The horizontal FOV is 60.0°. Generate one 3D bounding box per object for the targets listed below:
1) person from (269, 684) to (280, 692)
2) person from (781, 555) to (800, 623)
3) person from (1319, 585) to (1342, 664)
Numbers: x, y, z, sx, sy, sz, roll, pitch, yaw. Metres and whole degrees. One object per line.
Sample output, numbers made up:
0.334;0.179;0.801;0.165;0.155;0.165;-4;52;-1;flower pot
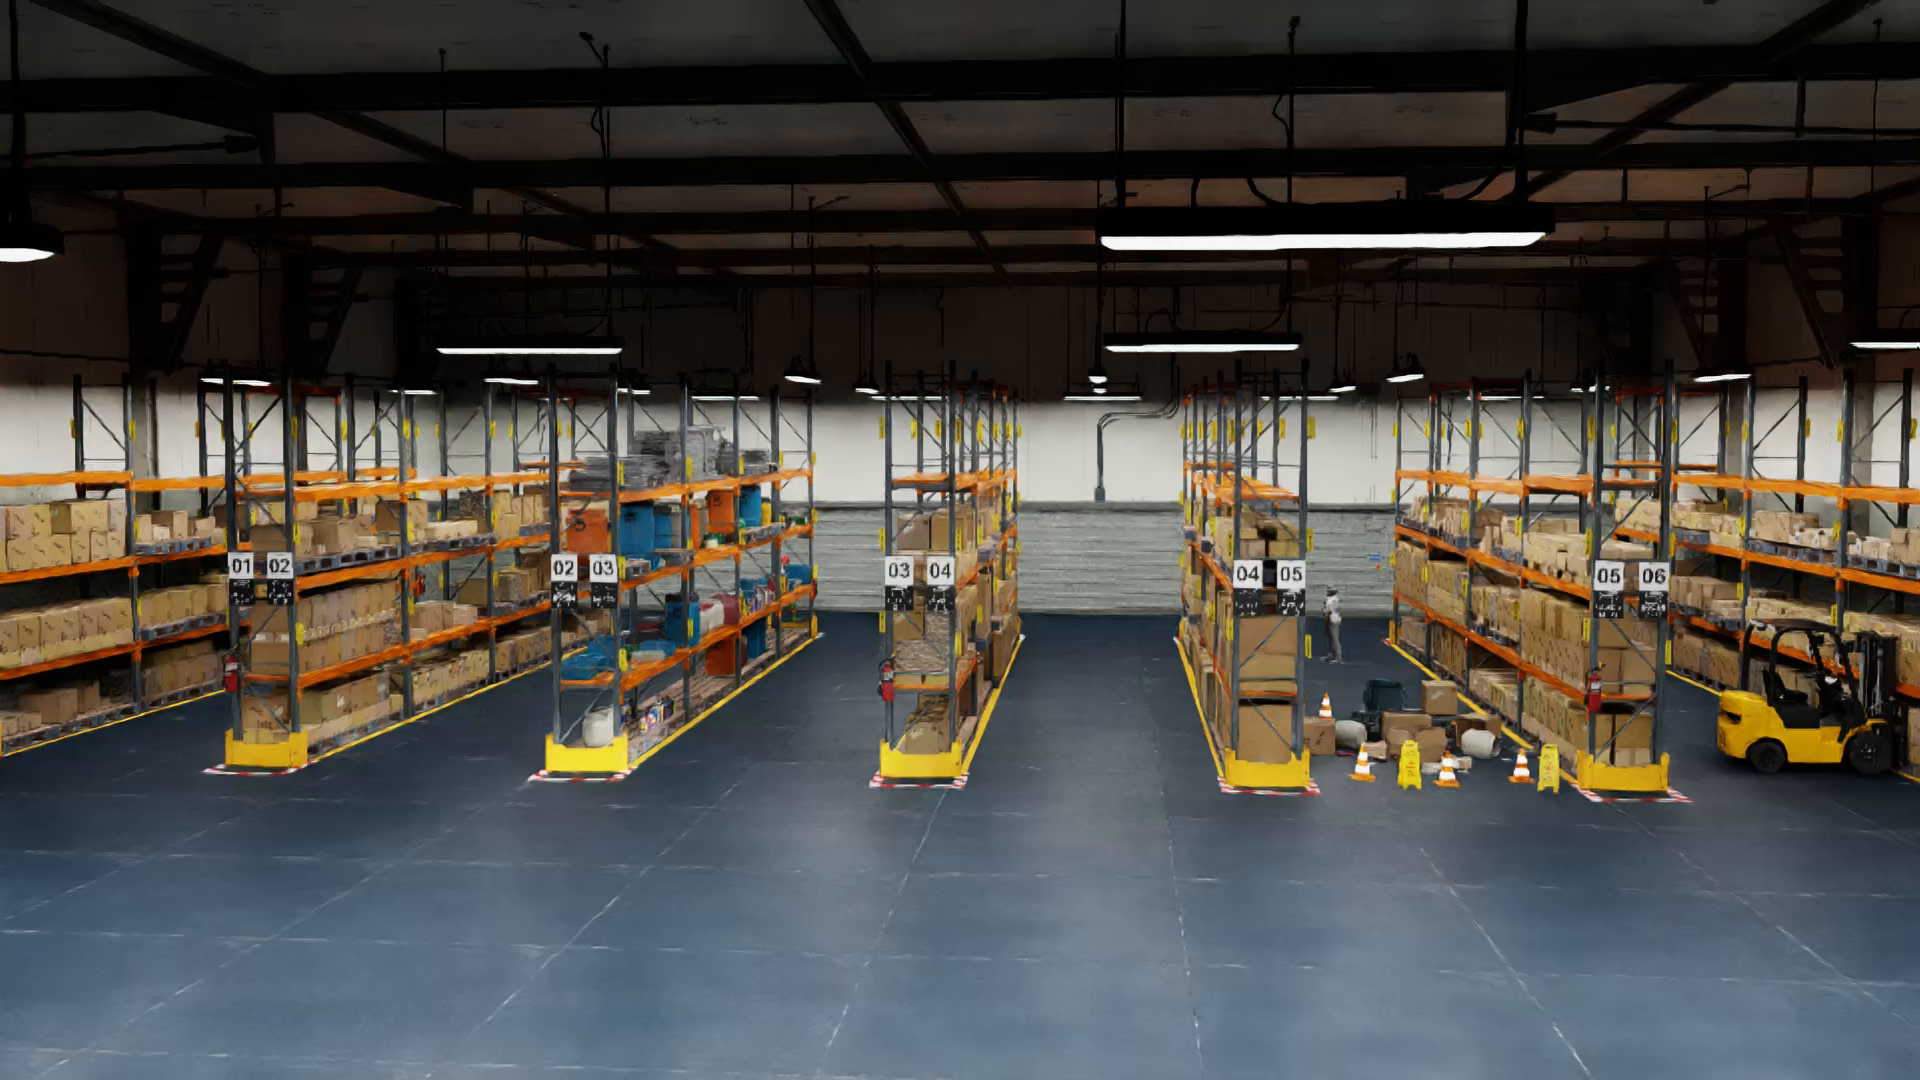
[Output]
-12.509;2.174;30.521;0.423;1.644;0.508;-2;4;-23;person
-4.570;1.277;43.346;0.581;1.761;0.947;-1;4;-21;person
7.998;1.802;35.832;0.555;1.662;0.587;2;4;27;person
